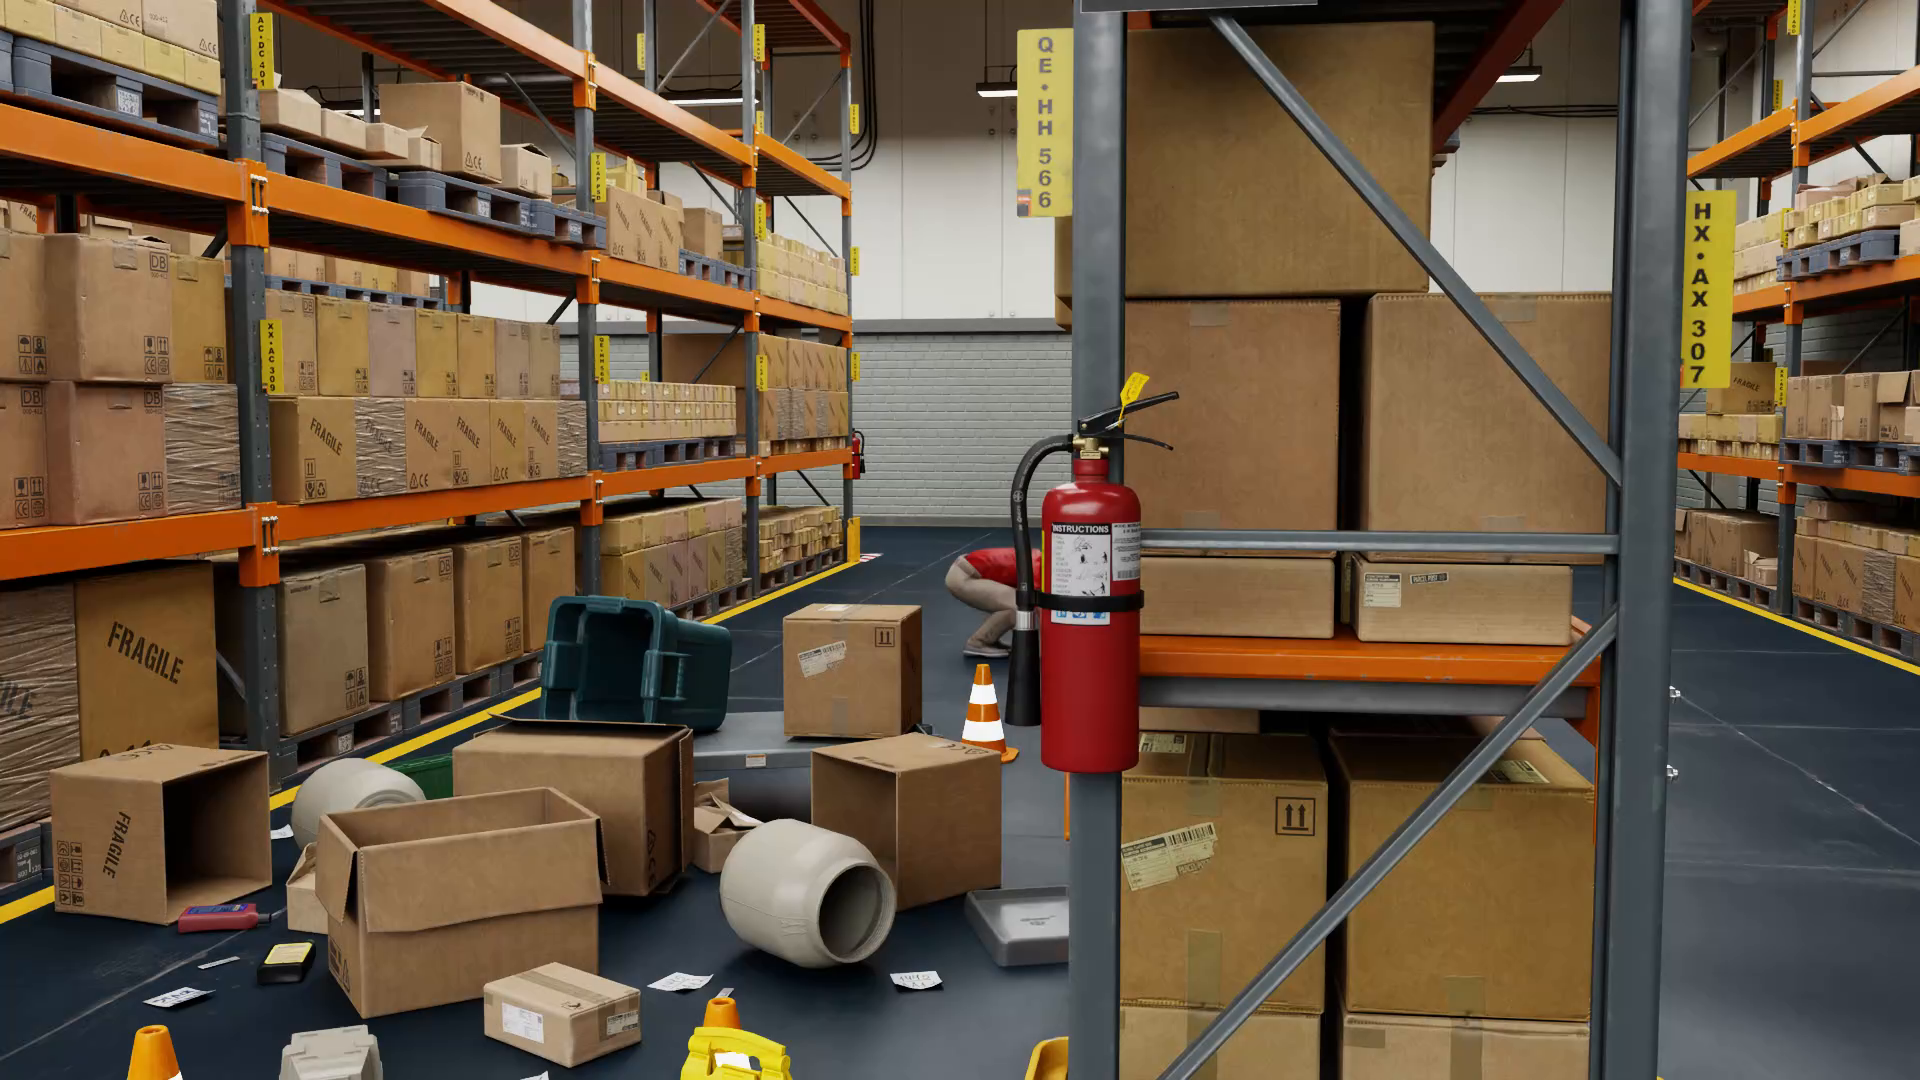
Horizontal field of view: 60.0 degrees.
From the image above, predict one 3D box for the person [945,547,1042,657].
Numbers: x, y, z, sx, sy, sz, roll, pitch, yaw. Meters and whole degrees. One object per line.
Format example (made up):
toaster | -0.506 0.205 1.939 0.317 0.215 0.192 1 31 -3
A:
person | 0.377 0.444 11.828 0.948 0.795 0.531 1 4 7
